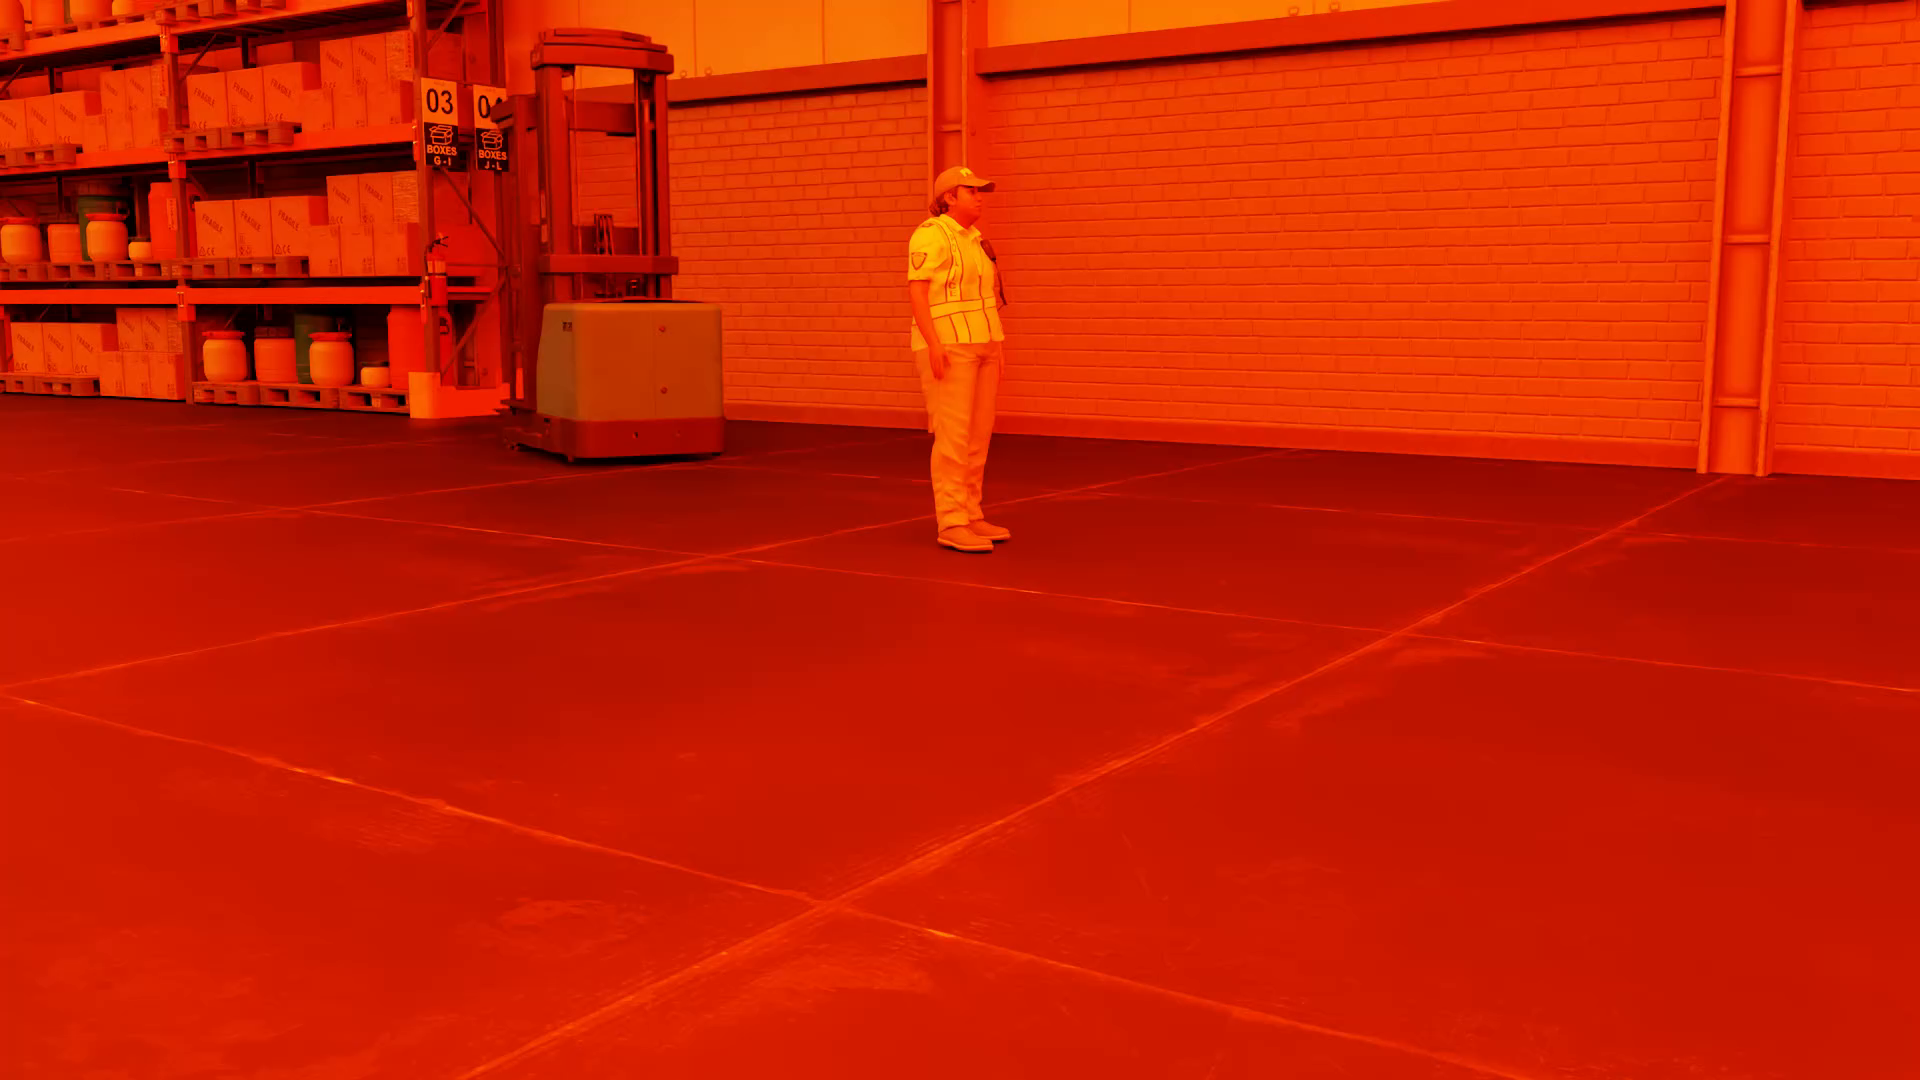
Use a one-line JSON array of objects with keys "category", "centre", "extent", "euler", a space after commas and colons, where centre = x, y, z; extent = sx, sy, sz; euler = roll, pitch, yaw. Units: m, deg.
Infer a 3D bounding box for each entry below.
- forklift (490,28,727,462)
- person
[{"category": "forklift", "centre": [-2.752, -2.132, 12.184], "extent": [1.130, 2.935, 3.031], "euler": [-5, 9, -29]}, {"category": "person", "centre": [0.051, -0.823, 7.424], "extent": [0.529, 1.670, 0.598], "euler": [5, 10, 34]}]
